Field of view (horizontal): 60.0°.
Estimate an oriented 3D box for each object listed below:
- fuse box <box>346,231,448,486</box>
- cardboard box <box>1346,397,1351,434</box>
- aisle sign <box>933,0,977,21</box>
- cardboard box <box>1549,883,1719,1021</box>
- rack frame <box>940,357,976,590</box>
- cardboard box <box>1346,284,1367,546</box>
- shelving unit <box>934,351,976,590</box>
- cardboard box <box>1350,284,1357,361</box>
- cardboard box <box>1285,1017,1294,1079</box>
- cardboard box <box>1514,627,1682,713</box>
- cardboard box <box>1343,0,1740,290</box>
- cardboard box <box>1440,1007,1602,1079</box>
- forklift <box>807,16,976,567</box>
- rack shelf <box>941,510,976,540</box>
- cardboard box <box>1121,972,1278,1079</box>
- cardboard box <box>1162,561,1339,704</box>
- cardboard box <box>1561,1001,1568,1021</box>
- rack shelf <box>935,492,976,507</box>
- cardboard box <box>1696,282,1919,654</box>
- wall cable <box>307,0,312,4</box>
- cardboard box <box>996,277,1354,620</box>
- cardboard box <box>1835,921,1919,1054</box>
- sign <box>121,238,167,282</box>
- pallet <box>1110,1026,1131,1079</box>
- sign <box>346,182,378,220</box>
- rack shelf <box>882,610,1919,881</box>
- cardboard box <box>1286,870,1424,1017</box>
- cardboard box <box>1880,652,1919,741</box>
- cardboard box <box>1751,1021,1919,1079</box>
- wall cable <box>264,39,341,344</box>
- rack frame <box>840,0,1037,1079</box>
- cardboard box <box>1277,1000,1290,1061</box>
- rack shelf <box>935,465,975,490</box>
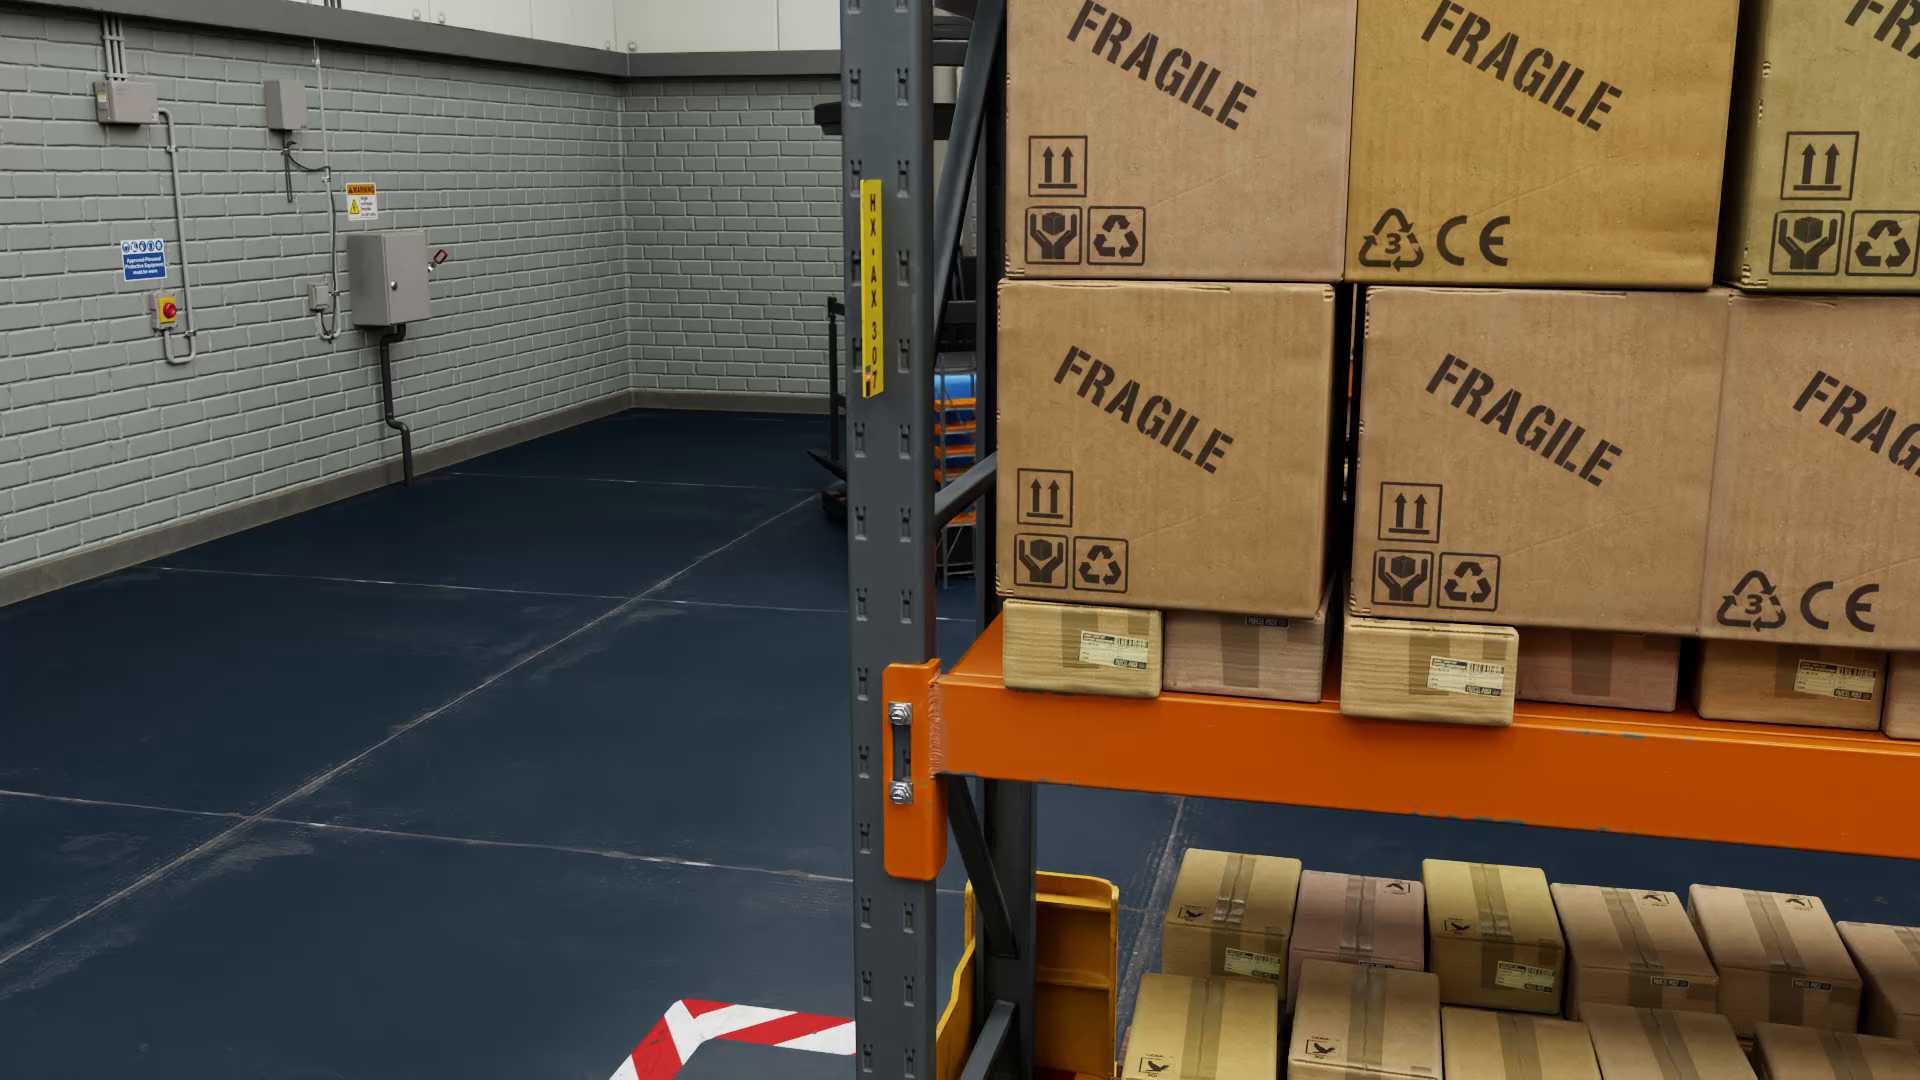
[{"bbox_3d":[-3.751,-1.215,11.260,0.414,1.711,0.539,3,13,14],"label":"fuse box"},{"bbox_3d":[2.841,-1.101,12.564,0.637,0.503,0.797,3,13,11],"label":"cardboard box"},{"bbox_3d":[-0.003,-1.412,3.171,0.004,0.787,0.394,3,13,14],"label":"aisle sign"},{"bbox_3d":[1.319,0.833,3.292,0.250,0.149,0.380,3,13,11],"label":"cardboard box"},{"bbox_3d":[0.023,-0.338,8.477,0.240,1.200,0.006,-5,14,-17],"label":"rack frame"},{"bbox_3d":[0.993,-0.273,3.121,0.500,0.500,0.500,3,13,13],"label":"cardboard box"},{"bbox_3d":[-0.005,-0.357,8.562,0.258,1.200,0.189,-5,14,-17],"label":"shelving unit"},{"bbox_3d":[1.979,-1.065,7.379,0.500,0.500,0.500,3,13,13],"label":"cardboard box"},{"bbox_3d":[0.831,1.086,3.525,0.250,0.149,0.380,3,13,15],"label":"cardboard box"},{"bbox_3d":[1.022,0.147,2.727,0.250,0.149,0.380,4,13,16],"label":"cardboard box"},{"bbox_3d":[0.860,-0.654,2.531,0.500,0.500,0.500,3,13,15],"label":"cardboard box"},{"bbox_3d":[0.934,0.948,2.774,0.250,0.149,0.380,3,13,13],"label":"cardboard box"},{"bbox_3d":[-0.219,-1.558,9.991,1.130,2.935,3.031,-5,13,-20],"label":"forklift"},{"bbox_3d":[-0.001,-0.080,8.626,0.258,0.103,0.180,-5,14,-17],"label":"rack shelf"},{"bbox_3d":[0.424,0.919,2.905,0.250,0.149,0.380,2,13,11],"label":"cardboard box"},{"bbox_3d":[0.489,0.137,2.771,0.250,0.149,0.380,4,13,16],"label":"cardboard box"},{"bbox_3d":[1.318,0.995,3.249,0.250,0.149,0.380,3,13,13],"label":"cardboard box"},{"bbox_3d":[-0.003,-0.197,8.599,0.258,0.103,0.180,-5,14,-17],"label":"rack shelf"},{"bbox_3d":[1.364,-0.138,2.514,0.500,0.500,0.500,3,13,14],"label":"cardboard box"},{"bbox_3d":[-4.323,-4.445,8.992,0.029,3.000,2.355,3,13,14],"label":"wall cable"},{"bbox_3d":[0.366,-0.189,2.741,0.500,0.500,0.500,4,13,16],"label":"cardboard box"},{"bbox_3d":[1.823,0.872,3.115,0.250,0.149,0.380,3,13,12],"label":"cardboard box"},{"bbox_3d":[-4.467,-1.535,9.102,0.001,0.218,0.327,3,13,14],"label":"sign"},{"bbox_3d":[0.850,1.339,3.212,1.213,0.211,1.003,3,13,14],"label":"pallet"},{"bbox_3d":[-3.965,-2.246,11.027,0.001,0.242,0.339,3,13,14],"label":"sign"},{"bbox_3d":[1.938,0.379,2.761,4.000,0.370,1.077,3,13,14],"label":"rack shelf"},{"bbox_3d":[0.801,0.820,3.353,0.250,0.149,0.380,3,13,15],"label":"cardboard box"},{"bbox_3d":[1.513,0.185,2.556,0.250,0.149,0.380,3,13,12],"label":"cardboard box"},{"bbox_3d":[1.462,0.960,2.721,0.250,0.149,0.380,4,13,16],"label":"cardboard box"},{"bbox_3d":[-4.067,-2.205,10.400,0.122,1.984,0.588,3,13,14],"label":"wall cable"},{"bbox_3d":[-0.004,-0.076,3.151,0.127,3.000,1.000,3,13,14],"label":"rack frame"},{"bbox_3d":[0.577,0.933,3.529,0.250,0.149,0.380,3,13,12],"label":"cardboard box"},{"bbox_3d":[-0.004,-0.314,8.572,0.258,0.103,0.180,-5,14,-17],"label":"rack shelf"}]
